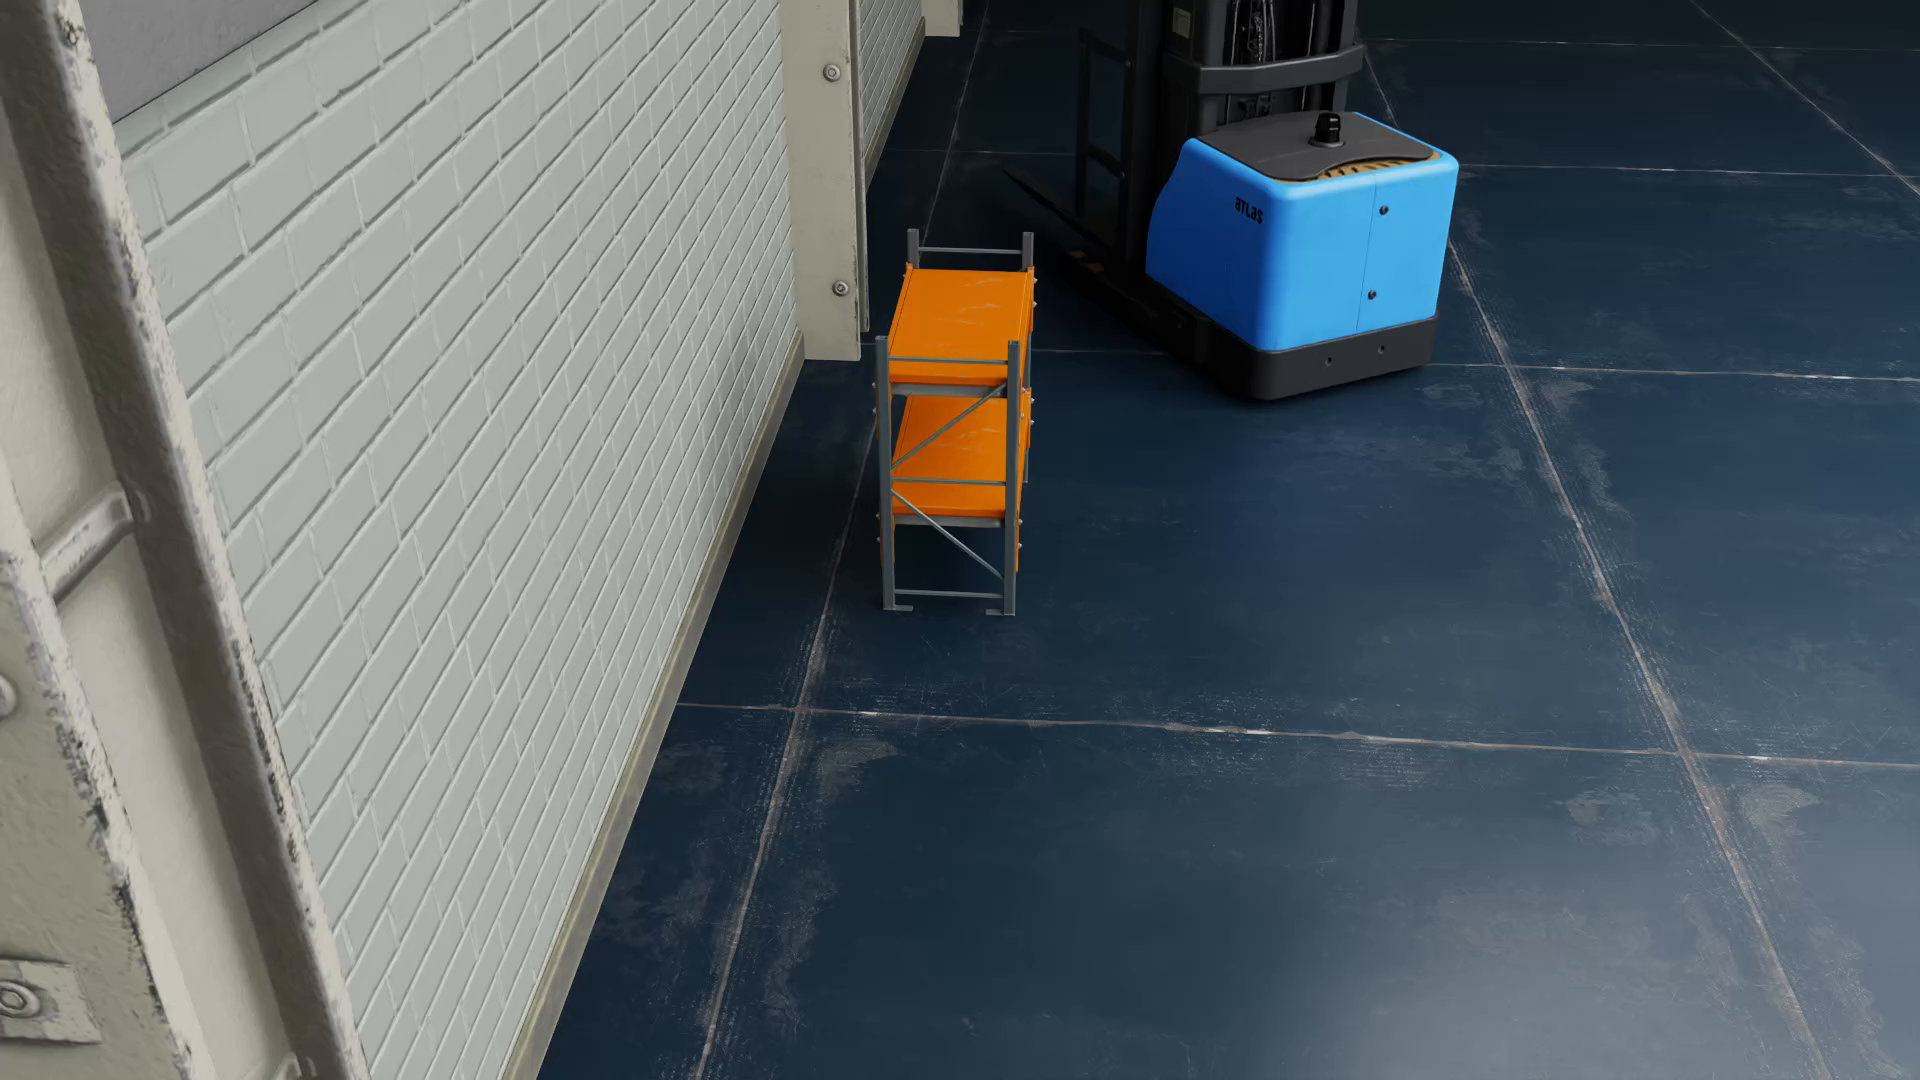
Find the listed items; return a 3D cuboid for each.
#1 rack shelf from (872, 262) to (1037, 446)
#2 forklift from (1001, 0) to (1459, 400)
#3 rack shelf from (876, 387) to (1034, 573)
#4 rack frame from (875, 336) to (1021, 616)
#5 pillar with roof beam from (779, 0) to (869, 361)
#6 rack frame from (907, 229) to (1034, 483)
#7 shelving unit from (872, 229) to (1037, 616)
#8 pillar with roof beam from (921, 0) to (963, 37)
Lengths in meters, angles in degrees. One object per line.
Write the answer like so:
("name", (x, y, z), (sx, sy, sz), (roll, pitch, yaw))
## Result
("rack shelf", (-0.001, -0.725, 6.296), (0.538, 0.278, 1.000), (2, 32, 4))
("forklift", (1.194, -2.650, 8.256), (1.130, 2.935, 3.031), (-14, 34, -21))
("rack shelf", (-0.001, -0.267, 6.577), (0.538, 0.278, 1.000), (2, 32, 4))
("rack frame", (-0.042, -0.210, 6.018), (0.500, 1.125, 0.032), (2, 32, 4))
("pillar with roof beam", (3.658, -4.638, 5.699), (9.100, 9.000, 0.400), (2, 32, 4))
("rack frame", (0.041, -0.741, 6.880), (0.500, 1.125, 0.032), (2, 32, 4))
("shelving unit", (-0.001, -0.475, 6.449), (0.538, 1.125, 1.048), (2, 32, 4))
("pillar with roof beam", (4.146, -7.776, 10.790), (9.100, 9.000, 0.400), (2, 32, 4))
